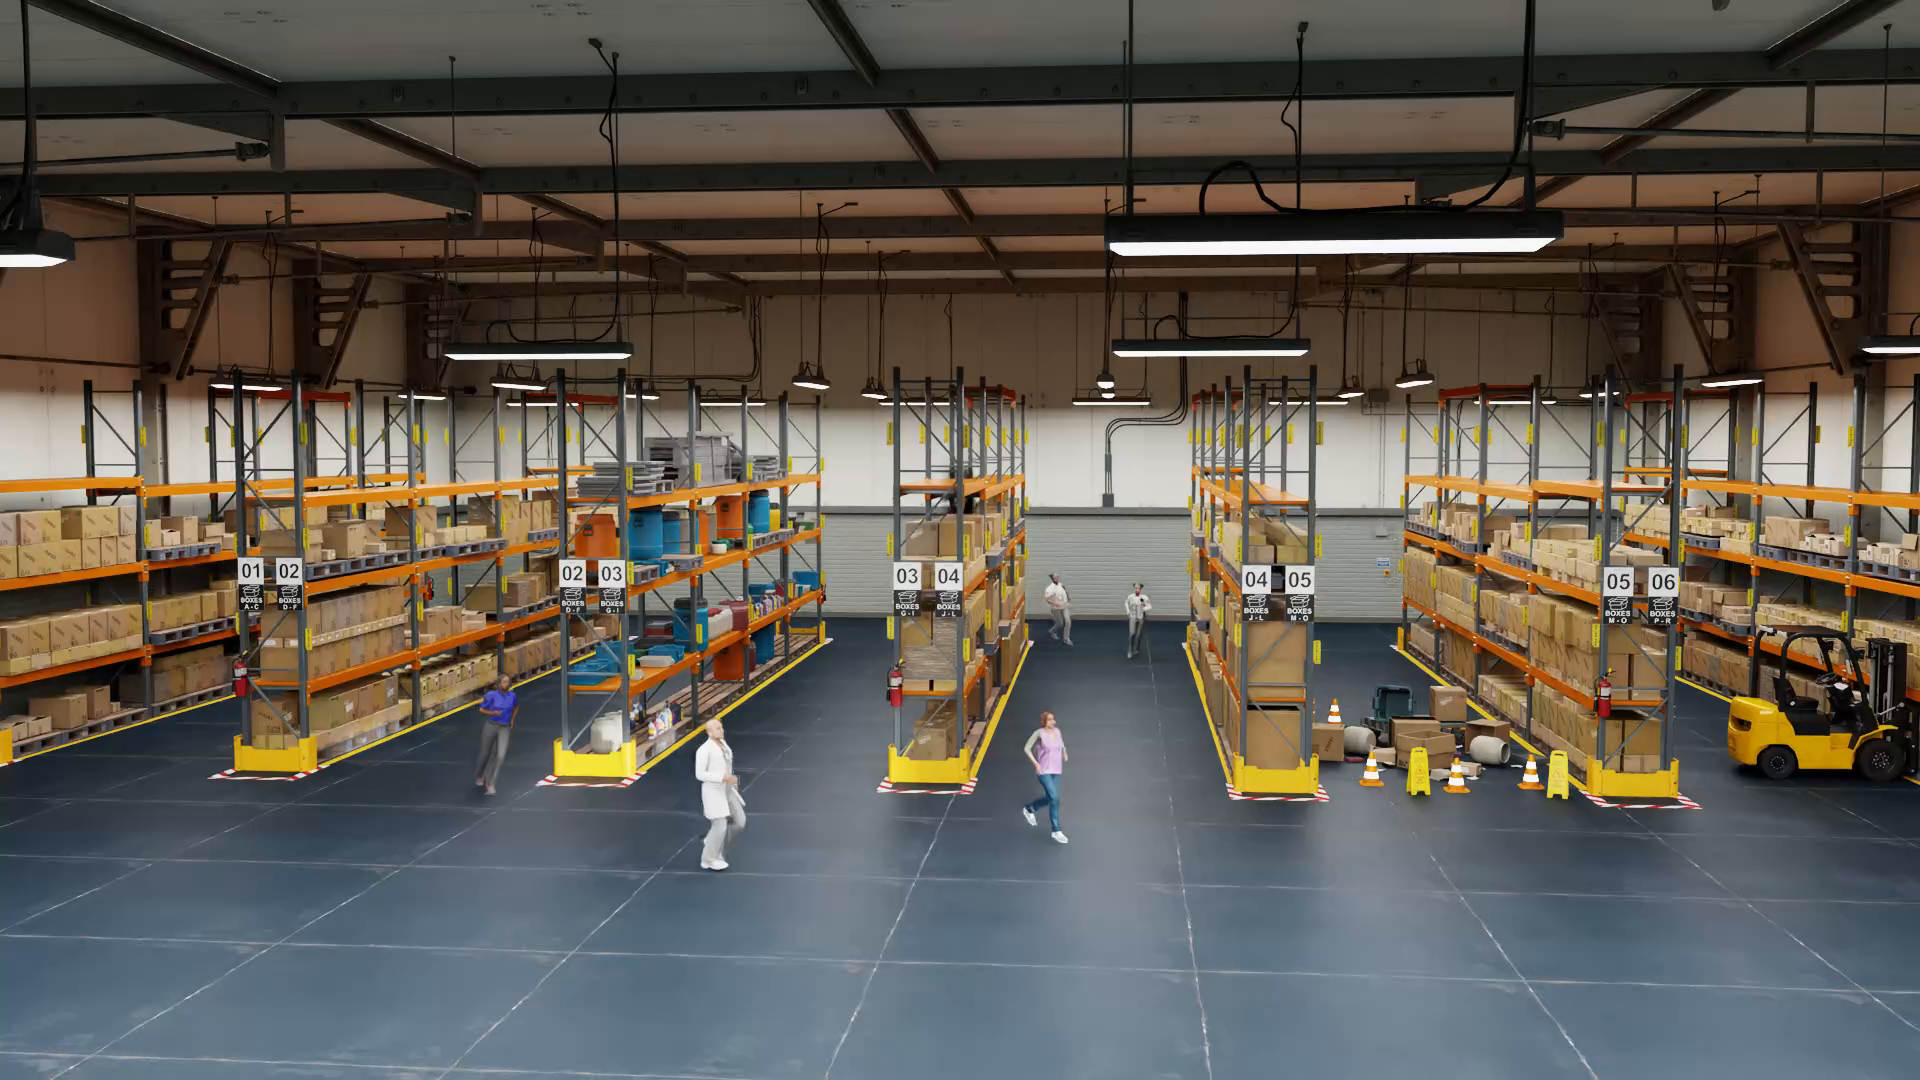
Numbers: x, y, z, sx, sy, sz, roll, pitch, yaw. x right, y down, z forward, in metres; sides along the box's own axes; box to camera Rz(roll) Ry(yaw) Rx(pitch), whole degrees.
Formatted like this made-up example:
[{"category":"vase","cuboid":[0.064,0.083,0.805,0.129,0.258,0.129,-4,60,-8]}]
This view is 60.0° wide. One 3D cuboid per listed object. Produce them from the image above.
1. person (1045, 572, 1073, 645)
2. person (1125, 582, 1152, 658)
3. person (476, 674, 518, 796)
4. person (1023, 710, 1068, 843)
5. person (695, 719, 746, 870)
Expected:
[{"category":"person","cuboid":[2.376,1.649,40.186,0.708,1.766,0.758,-3,4,-37]},{"category":"person","cuboid":[4.049,1.822,37.783,0.616,1.751,0.704,1,4,10]},{"category":"person","cuboid":[-6.536,2.732,23.564,0.613,1.676,0.727,-2,4,-24]},{"category":"person","cuboid":[1.081,2.923,20.786,0.528,1.592,0.802,-3,5,-39]},{"category":"person","cuboid":[-2.727,2.931,19.160,0.634,1.733,0.698,2,4,28]}]
